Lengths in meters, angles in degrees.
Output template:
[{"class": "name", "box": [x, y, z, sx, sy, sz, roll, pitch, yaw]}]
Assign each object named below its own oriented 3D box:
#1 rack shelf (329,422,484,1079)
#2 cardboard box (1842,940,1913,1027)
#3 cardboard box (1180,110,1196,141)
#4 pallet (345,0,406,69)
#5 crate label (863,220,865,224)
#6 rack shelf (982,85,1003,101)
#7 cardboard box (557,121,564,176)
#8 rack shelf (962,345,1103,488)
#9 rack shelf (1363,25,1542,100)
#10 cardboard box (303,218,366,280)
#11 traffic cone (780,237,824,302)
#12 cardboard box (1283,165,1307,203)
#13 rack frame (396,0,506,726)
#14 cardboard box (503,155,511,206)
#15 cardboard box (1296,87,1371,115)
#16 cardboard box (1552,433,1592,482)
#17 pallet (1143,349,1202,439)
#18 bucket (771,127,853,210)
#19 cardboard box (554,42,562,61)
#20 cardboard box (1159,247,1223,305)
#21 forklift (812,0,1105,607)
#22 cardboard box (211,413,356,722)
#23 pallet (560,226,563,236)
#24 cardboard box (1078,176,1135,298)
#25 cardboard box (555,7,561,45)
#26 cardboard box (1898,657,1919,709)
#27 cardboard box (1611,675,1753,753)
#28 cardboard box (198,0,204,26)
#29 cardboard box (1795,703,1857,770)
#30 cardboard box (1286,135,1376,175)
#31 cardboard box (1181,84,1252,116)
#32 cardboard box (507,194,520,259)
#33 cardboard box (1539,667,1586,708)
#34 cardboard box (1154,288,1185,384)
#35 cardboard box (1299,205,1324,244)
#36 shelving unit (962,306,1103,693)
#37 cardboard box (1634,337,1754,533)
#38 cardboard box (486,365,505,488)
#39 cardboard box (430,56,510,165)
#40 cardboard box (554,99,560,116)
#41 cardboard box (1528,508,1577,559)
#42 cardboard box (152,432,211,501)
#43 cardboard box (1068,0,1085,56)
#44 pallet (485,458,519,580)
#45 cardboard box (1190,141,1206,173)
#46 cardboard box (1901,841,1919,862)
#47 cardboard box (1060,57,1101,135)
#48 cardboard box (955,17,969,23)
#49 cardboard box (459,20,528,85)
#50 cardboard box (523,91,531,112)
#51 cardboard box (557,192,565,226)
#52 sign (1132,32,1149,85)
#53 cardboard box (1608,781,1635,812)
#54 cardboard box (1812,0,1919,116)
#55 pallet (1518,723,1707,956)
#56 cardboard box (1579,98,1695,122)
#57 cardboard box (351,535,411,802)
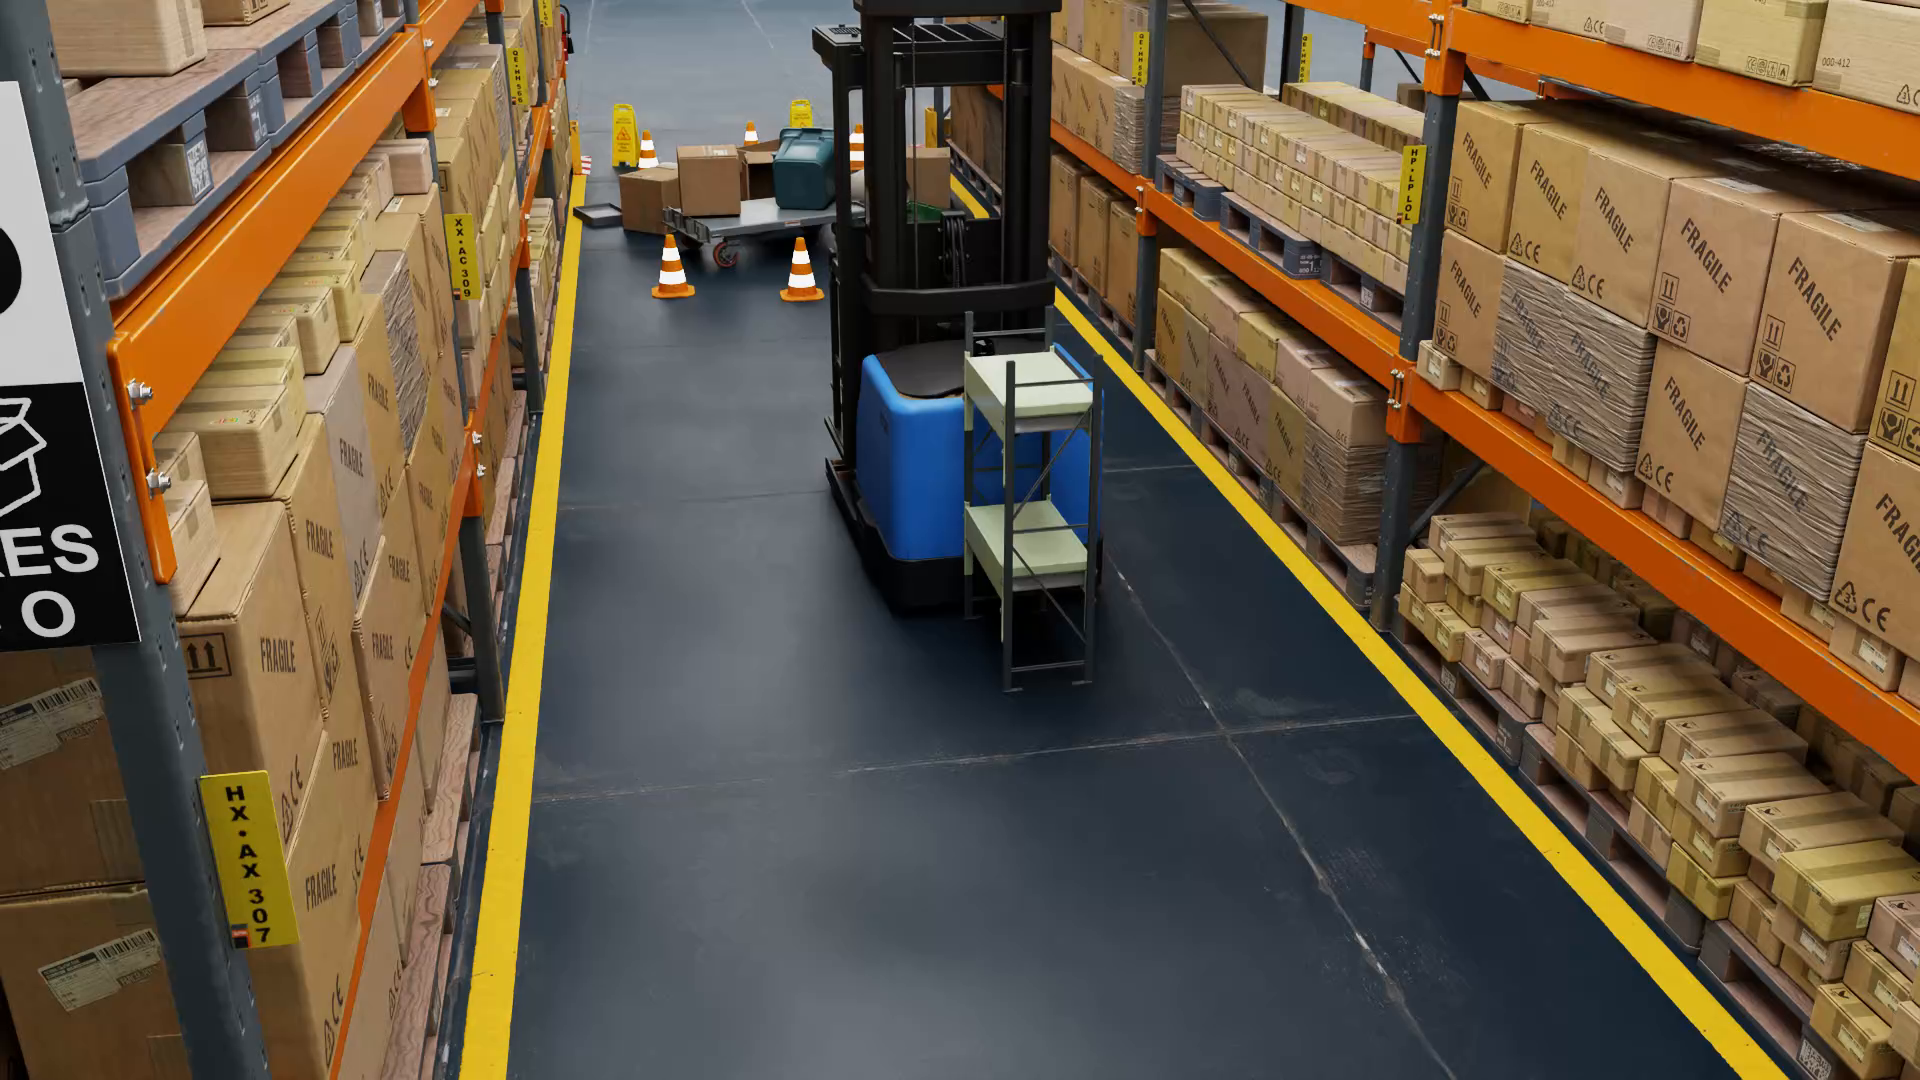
[{"class": "rack shelf", "box": [-2.046, 0.527, 4.694, 1.077, 0.370, 4.000, -4, 24, -10]}, {"class": "cardboard box", "box": [2.797, 1.263, 4.777, 0.380, 0.149, 0.250, -5, 24, -11]}, {"class": "cardboard box", "box": [1.583, -2.577, 10.321, 0.380, 0.149, 0.250, -3, 24, -7]}, {"class": "pallet", "box": [-2.274, -1.600, 5.030, 1.003, 0.211, 1.213, -4, 24, -10]}, {"class": "crate label", "box": [-0.747, -2.974, 15.389, 0.250, 0.136, 0.298, 18, 29, 36]}, {"class": "rack shelf", "box": [0.581, -4.599, 16.431, 1.077, 0.370, 4.000, -4, 24, -10]}, {"class": "cardboard box", "box": [-3.849, -3.473, 14.929, 0.500, 0.500, 0.500, -3, 24, -8]}, {"class": "rack shelf", "box": [0.299, -0.543, 7.145, 0.431, 0.370, 0.720, -5, 24, -12]}, {"class": "rack shelf", "box": [5.475, -4.926, 17.180, 1.077, 0.370, 4.000, -4, 24, -10]}, {"class": "cardboard box", "box": [-1.871, -0.785, 4.615, 0.380, 0.149, 0.250, -5, 24, -11]}, {"class": "traffic cone", "box": [-1.253, -2.149, 13.092, 0.336, 0.463, 0.334, -4, 24, -10]}, {"class": "cardboard box", "box": [1.916, -1.869, 8.699, 0.380, 0.149, 0.250, -4, 24, -10]}, {"class": "rack frame", "box": [-2.415, -0.589, 6.351, 1.000, 3.000, 0.127, -4, 24, -10]}, {"class": "cardboard box", "box": [-2.717, -1.950, 9.029, 0.500, 0.250, 0.500, -5, 24, -11]}, {"class": "cardboard box", "box": [2.276, -2.661, 10.140, 0.380, 0.149, 0.250, -5, 24, -10]}, {"class": "cardboard box", "box": [2.410, -0.336, 6.085, 0.380, 0.149, 0.250, -4, 24, -9]}, {"class": "pallet", "box": [1.834, -0.983, 10.737, 1.003, 0.211, 1.213, -4, 24, -10]}, {"class": "bucket", "box": [-1.340, -3.221, 14.568, 0.726, 0.611, 0.620, 4, 34, 9]}, {"class": "cardboard box", "box": [-4.095, -4.770, 16.237, 0.380, 0.149, 0.250, -4, 24, -9]}, {"class": "cardboard box", "box": [1.580, -1.670, 10.487, 0.500, 0.250, 0.500, -5, 24, -12]}, {"class": "forklift", "box": [-0.141, -1.589, 8.725, 1.130, 2.935, 3.031, -5, 24, -12]}, {"class": "cardboard box", "box": [-1.587, 0.068, 3.473, 0.500, 0.500, 0.500, -5, 24, -11]}, {"class": "pallet", "box": [-4.054, -2.719, 14.713, 1.003, 0.211, 1.213, -4, 24, -10]}, {"class": "cardboard box", "box": [1.502, -2.320, 12.600, 1.050, 0.750, 0.750, -4, 24, -9]}, {"class": "cardboard box", "box": [-4.175, -5.101, 16.185, 0.500, 0.500, 0.500, -4, 24, -10]}, {"class": "cardboard box", "box": [2.762, 0.388, 4.428, 0.380, 0.149, 0.250, -5, 24, -10]}, {"class": "cardboard box", "box": [2.554, 0.614, 5.891, 0.380, 0.149, 0.250, -4, 24, -9]}, {"class": "cardboard box", "box": [-1.903, -1.180, 3.418, 0.500, 0.311, 0.500, -4, 24, -9]}, {"class": "cardboard box", "box": [3.144, 0.672, 5.757, 0.380, 0.149, 0.250, -4, 24, -9]}, {"class": "cardboard box", "box": [1.924, -2.001, 8.630, 0.380, 0.149, 0.250, -5, 24, -12]}, {"class": "cardboard box", "box": [1.587, -2.721, 10.277, 0.380, 0.149, 0.250, -4, 24, -10]}, {"class": "cardboard box", "box": [-2.696, -1.714, 9.114, 0.500, 0.250, 0.500, -4, 24, -9]}, {"class": "cardboard box", "box": [2.473, 0.551, 6.406, 0.380, 0.149, 0.250, -3, 24, -7]}, {"class": "cardboard box", "box": [1.571, -1.318, 10.619, 0.500, 0.500, 0.500, -5, 24, -12]}, {"class": "cardboard box", "box": [1.967, -1.622, 8.505, 0.380, 0.149, 0.250, -5, 24, -12]}, {"class": "shelving unit", "box": [0.299, -0.186, 7.301, 0.431, 1.500, 0.755, -5, 24, -12]}, {"class": "cardboard box", "box": [2.559, -0.360, 5.330, 0.500, 0.500, 0.500, -3, 24, -7]}, {"class": "cardboard box", "box": [-2.948, -0.752, 8.854, 0.875, 0.875, 0.875, -4, 24, -9]}, {"class": "cardboard box", "box": [-2.699, -2.281, 8.851, 0.500, 0.500, 0.500, -4, 24, -9]}, {"class": "cardboard box", "box": [-3.852, -3.922, 15.146, 0.380, 0.149, 0.250, -3, 24, -7]}, {"class": "cardboard box", "box": [2.752, -0.033, 7.372, 0.380, 0.149, 0.250, -4, 24, -8]}, {"class": "cardboard box", "box": [-1.588, -0.075, 2.989, 0.380, 0.149, 0.250, -4, 24, -8]}, {"class": "cardboard box", "box": [1.239, -4.050, 12.901, 0.700, 0.500, 0.500, -4, 24, -9]}, {"class": "pallet", "box": [-2.861, -0.090, 8.692, 1.003, 0.211, 1.213, -4, 24, -10]}, {"class": "cardboard box", "box": [1.625, -2.349, 10.171, 0.380, 0.149, 0.250, -3, 24, -7]}, {"class": "cardboard box", "box": [3.257, 1.020, 5.332, 0.380, 0.149, 0.250, -4, 24, -8]}, {"class": "cardboard box", "box": [1.062, -3.366, 12.584, 0.500, 0.500, 0.500, -4, 24, -9]}, {"class": "cardboard box", "box": [0.428, -5.197, 16.714, 0.875, 0.550, 0.550, -4, 24, -10]}, {"class": "cardboard box", "box": [-3.304, -3.341, 11.631, 0.500, 0.500, 0.500, -5, 24, -12]}, {"class": "cardboard box", "box": [-3.354, -3.229, 12.184, 0.380, 0.149, 0.250, -4, 24, -10]}, {"class": "cardboard box", "box": [-3.738, -2.920, 14.599, 0.500, 0.250, 0.500, -5, 24, -12]}, {"class": "sign", "box": [1.146, -3.057, 10.554, 0.100, 0.325, 0.005, -4, 24, -10]}, {"class": "cardboard box", "box": [2.586, 0.891, 6.000, 0.380, 0.149, 0.250, -4, 24, -8]}, {"class": "cardboard box", "box": [2.646, -1.283, 4.380, 0.500, 0.250, 0.500, -3, 24, -7]}, {"class": "pallet", "box": [2.818, 1.025, 6.139, 1.003, 0.211, 1.213, -4, 24, -10]}, {"class": "cardboard box", "box": [2.783, -1.471, 6.623, 0.500, 0.500, 0.500, -5, 24, -12]}, {"class": "cardboard box", "box": [-1.680, 0.330, 4.121, 0.500, 0.500, 0.500, -4, 24, -10]}]
